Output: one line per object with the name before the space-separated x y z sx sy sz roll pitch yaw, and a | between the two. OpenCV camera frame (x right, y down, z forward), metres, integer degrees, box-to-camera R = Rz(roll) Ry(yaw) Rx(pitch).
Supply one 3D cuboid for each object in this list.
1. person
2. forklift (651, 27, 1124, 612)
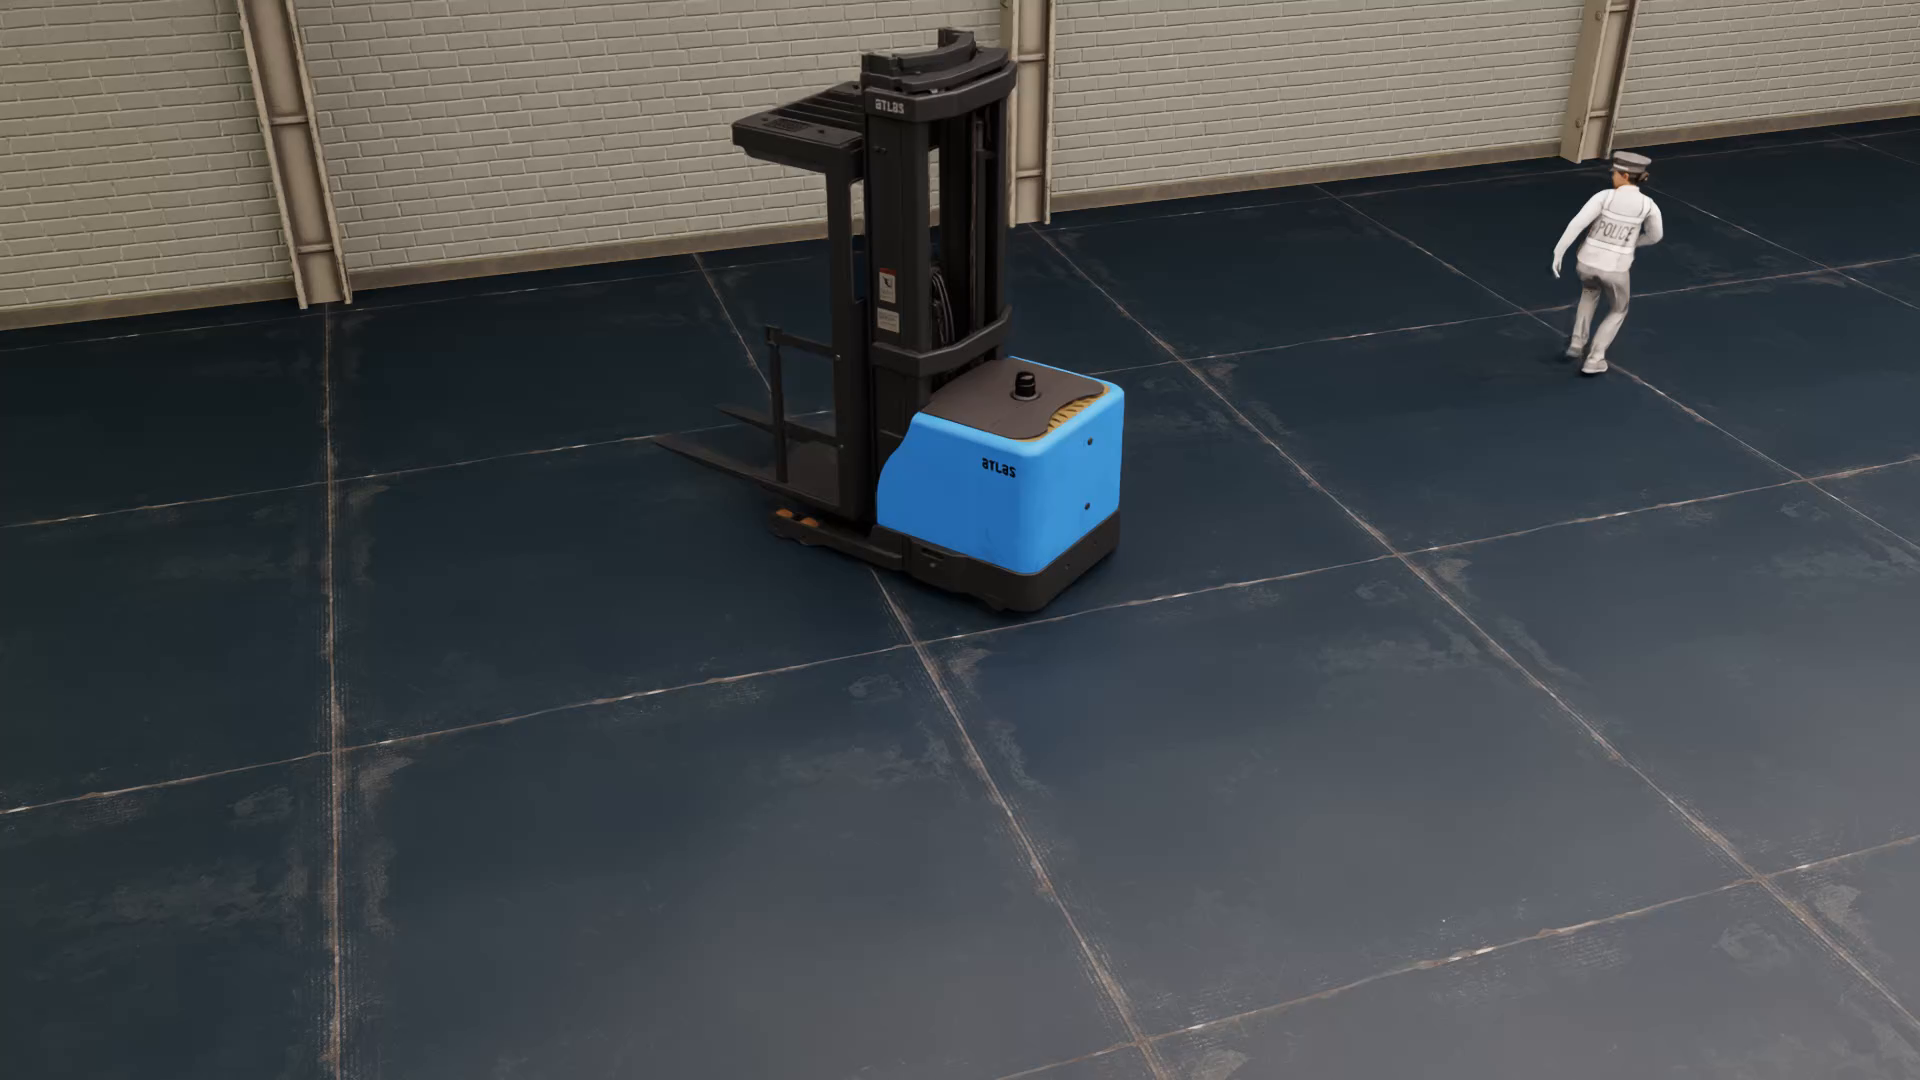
person | 4.598 -1.943 11.846 0.617 1.643 0.706 18 35 29
forklift | -0.559 -1.432 9.575 3.031 2.935 1.130 19 35 29
